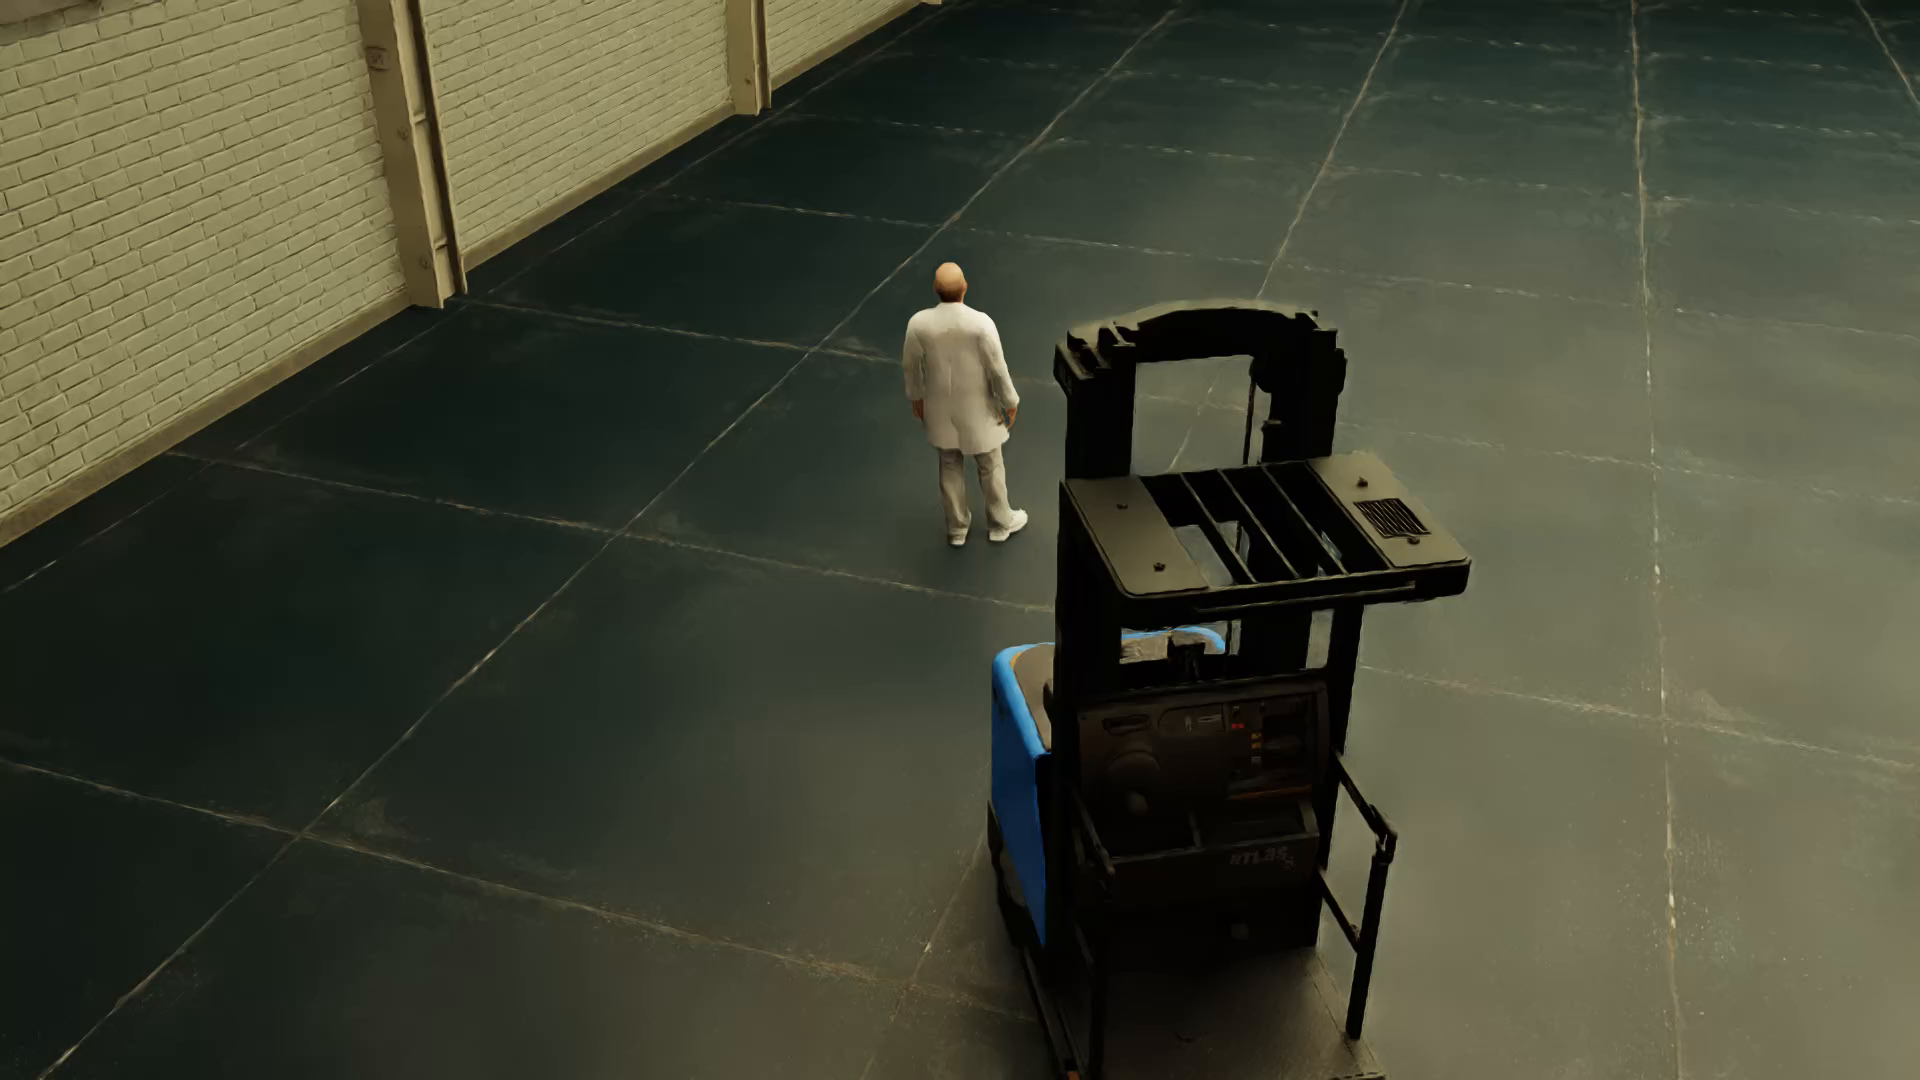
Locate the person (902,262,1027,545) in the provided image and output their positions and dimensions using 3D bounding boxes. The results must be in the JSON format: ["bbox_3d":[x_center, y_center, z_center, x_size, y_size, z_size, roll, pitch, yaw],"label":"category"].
[{"bbox_3d":[0.034,-0.821,9.726,0.694,1.776,0.579,10,31,16],"label":"person"}]

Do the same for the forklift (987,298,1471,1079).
[{"bbox_3d":[0.917,0.788,5.755,1.130,2.935,3.031,-6,30,-10],"label":"forklift"}]
